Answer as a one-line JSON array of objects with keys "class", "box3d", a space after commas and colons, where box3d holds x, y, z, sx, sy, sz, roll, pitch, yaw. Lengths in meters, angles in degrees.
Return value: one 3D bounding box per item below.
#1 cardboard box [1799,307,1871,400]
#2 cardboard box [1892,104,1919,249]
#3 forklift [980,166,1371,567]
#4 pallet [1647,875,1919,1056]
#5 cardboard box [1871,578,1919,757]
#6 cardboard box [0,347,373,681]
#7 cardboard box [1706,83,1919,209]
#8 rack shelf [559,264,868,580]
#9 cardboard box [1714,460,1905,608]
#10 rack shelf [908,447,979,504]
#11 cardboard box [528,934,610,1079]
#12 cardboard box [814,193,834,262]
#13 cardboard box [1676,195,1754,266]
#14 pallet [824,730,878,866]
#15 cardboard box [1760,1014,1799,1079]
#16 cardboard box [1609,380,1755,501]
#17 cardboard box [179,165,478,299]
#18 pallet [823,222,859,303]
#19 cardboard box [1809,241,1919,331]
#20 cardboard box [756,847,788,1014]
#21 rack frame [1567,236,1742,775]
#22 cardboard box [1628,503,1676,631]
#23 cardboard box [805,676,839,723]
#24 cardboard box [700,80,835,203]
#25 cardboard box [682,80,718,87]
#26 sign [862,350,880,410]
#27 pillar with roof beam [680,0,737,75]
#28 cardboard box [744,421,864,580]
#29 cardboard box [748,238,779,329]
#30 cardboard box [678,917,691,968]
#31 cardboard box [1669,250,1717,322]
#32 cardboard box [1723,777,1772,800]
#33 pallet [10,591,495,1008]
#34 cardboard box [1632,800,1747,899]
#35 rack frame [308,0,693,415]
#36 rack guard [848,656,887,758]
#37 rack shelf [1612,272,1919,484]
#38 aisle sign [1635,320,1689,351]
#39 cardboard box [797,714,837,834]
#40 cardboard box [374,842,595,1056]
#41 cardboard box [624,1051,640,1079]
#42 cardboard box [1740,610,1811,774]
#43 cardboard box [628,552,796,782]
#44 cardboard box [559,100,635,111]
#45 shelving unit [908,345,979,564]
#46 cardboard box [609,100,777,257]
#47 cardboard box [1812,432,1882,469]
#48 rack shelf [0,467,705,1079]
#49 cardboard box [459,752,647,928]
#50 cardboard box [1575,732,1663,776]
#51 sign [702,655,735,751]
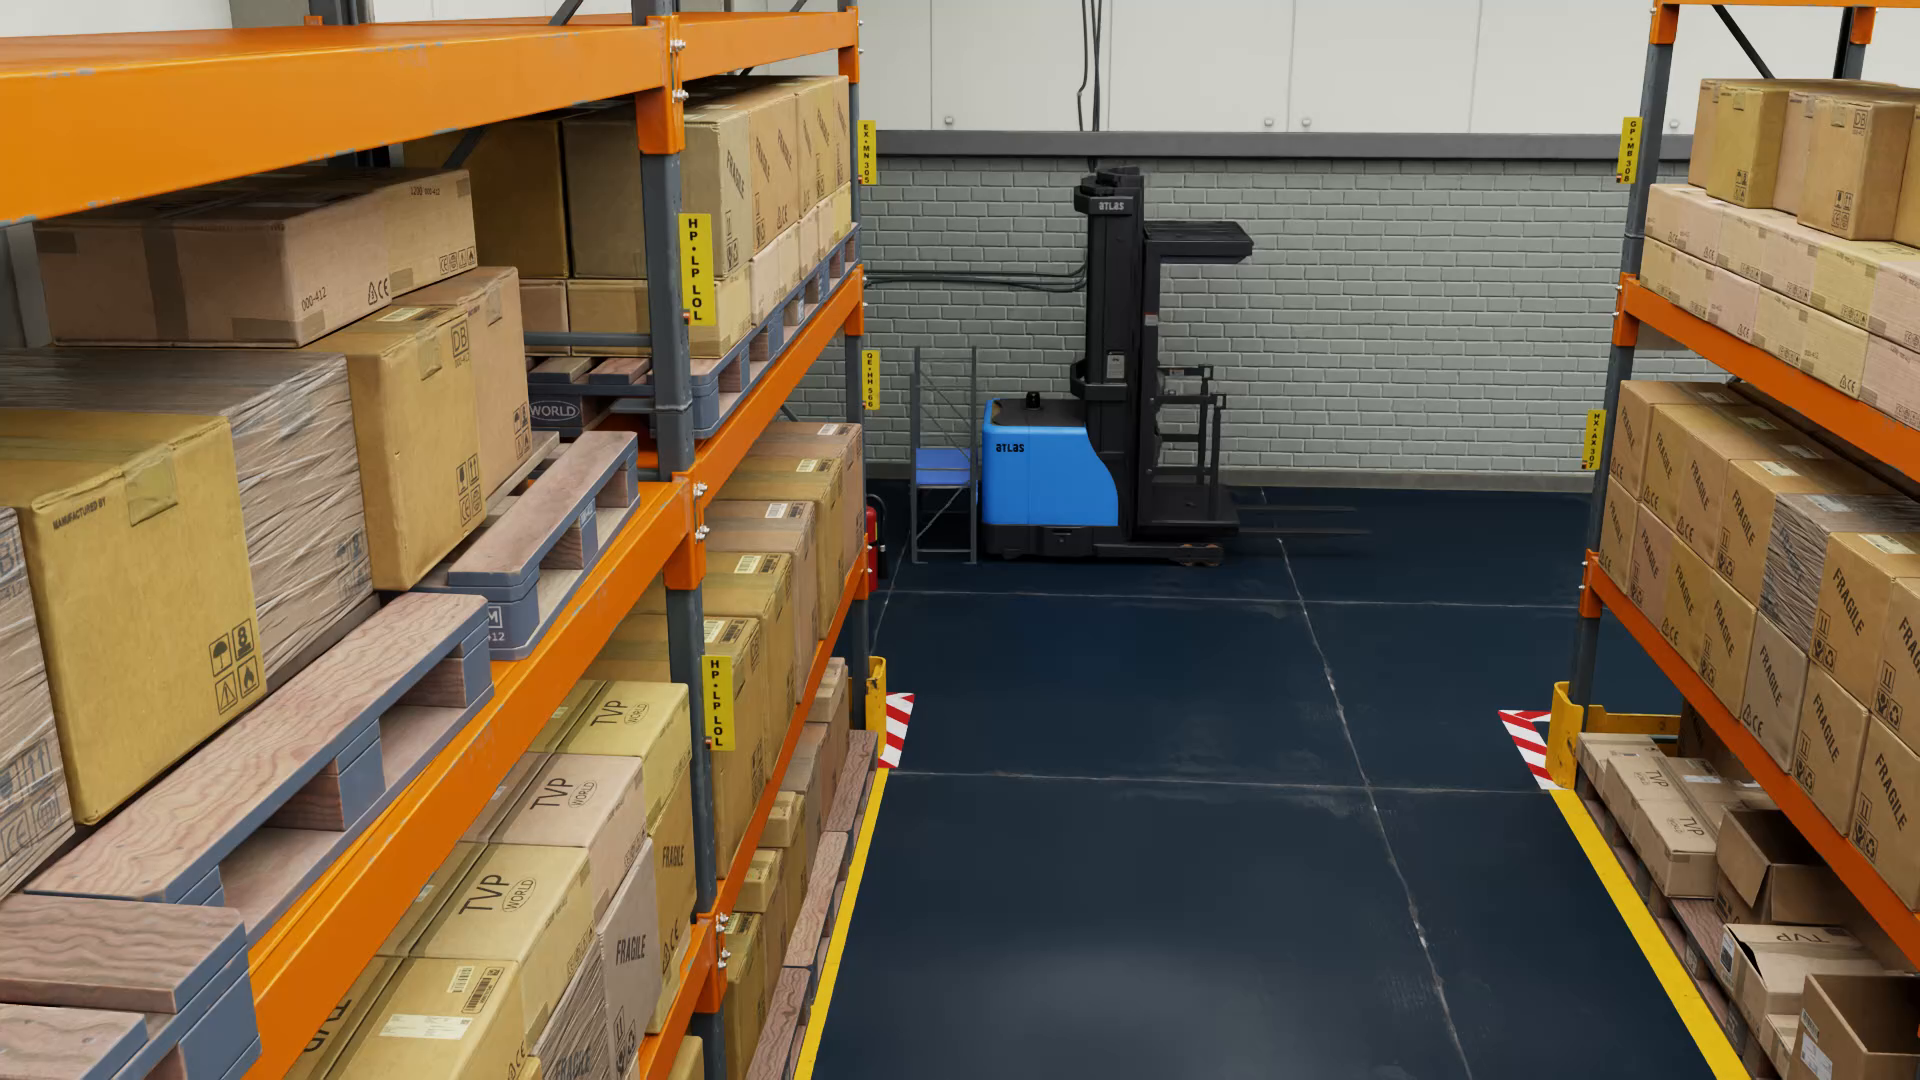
[{"class": "cardboard box", "box3d": [3.471, -0.689, 6.132, 0.500, 0.250, 0.500, 1, 18, 4]}, {"class": "cardboard box", "box3d": [3.832, -1.275, 5.913, 0.700, 0.500, 0.500, 1, 18, 4]}, {"class": "forklift", "box3d": [1.686, -1.359, 12.862, 3.031, 2.935, 1.130, 1, 18, 3]}, {"class": "pallet", "box3d": [3.763, 1.865, 7.394, 1.003, 0.211, 1.213, 1, 18, 4]}, {"class": "cardboard box", "box3d": [3.406, 0.447, 5.475, 0.500, 0.500, 0.500, 1, 18, 4]}, {"class": "cardboard box", "box3d": [-1.561, -0.059, 3.103, 0.700, 0.500, 0.500, 1, 18, 4]}, {"class": "cardboard box", "box3d": [3.774, -1.744, 7.346, 0.700, 0.500, 0.500, 1, 18, 4]}, {"class": "rack shelf", "box3d": [-1.170, -0.682, 7.024, 1.077, 0.370, 4.000, 1, 18, 4]}, {"class": "cardboard box", "box3d": [3.514, -0.025, 6.915, 0.500, 0.500, 0.500, 1, 18, 3]}, {"class": "rack shelf", "box3d": [-0.120, -0.519, 13.177, 0.538, 0.185, 1.000, 0, 18, 1]}, {"class": "cardboard box", "box3d": [-1.166, 1.288, 4.004, 0.500, 0.500, 0.500, 1, 18, 4]}, {"class": "cardboard box", "box3d": [-0.850, -1.425, 7.544, 0.500, 0.250, 0.500, 1, 18, 2]}, {"class": "cardboard box", "box3d": [3.575, -1.393, 7.476, 0.500, 0.250, 0.500, 1, 18, 4]}, {"class": "pallet", "box3d": [-1.006, 1.356, 8.946, 1.003, 0.211, 1.213, 1, 18, 4]}, {"class": "cardboard box", "box3d": [3.353, 1.977, 6.444, 0.380, 0.149, 0.250, 1, 18, 4]}, {"class": "cardboard box", "box3d": [3.620, -0.500, 8.367, 0.500, 0.500, 0.500, 2, 18, 6]}, {"class": "cardboard box", "box3d": [-1.507, -0.745, 3.990, 0.500, 0.250, 0.500, 3, 18, 8]}, {"class": "pallet", "box3d": [-1.069, -1.372, 8.117, 1.003, 0.211, 1.213, 1, 18, 4]}, {"class": "cardboard box", "box3d": [3.470, -0.927, 6.055, 0.500, 0.250, 0.500, 1, 18, 4]}, {"class": "cardboard box", "box3d": [-1.118, 1.626, 6.985, 0.700, 0.500, 0.500, 1, 18, 3]}, {"class": "rack frame", "box3d": [3.915, -0.110, 8.941, 1.000, 3.000, 0.127, 1, 18, 4]}, {"class": "cardboard box", "box3d": [3.588, 0.135, 8.033, 0.500, 0.500, 0.500, 1, 18, 3]}, {"class": "cardboard box", "box3d": [-0.822, 0.804, 8.451, 0.380, 0.149, 0.250, 2, 18, 5]}, {"class": "cardboard box", "box3d": [-0.853, -1.788, 7.447, 0.500, 0.500, 0.500, 2, 18, 6]}, {"class": "cardboard box", "box3d": [-1.365, -1.791, 7.457, 0.500, 0.500, 0.500, 1, 18, 3]}, {"class": "sign", "box3d": [-0.486, -0.865, 9.007, 0.100, 0.325, 0.005, 1, 18, 4]}, {"class": "pillar with roof beam", "box3d": [2.598, -3.832, 10.665, 9.100, 9.000, 0.400, 1, 18, 4]}, {"class": "cardboard box", "box3d": [-1.053, -0.203, 8.744, 0.980, 0.700, 0.700, 2, 18, 6]}, {"class": "cardboard box", "box3d": [-0.950, -0.945, 6.077, 0.500, 0.250, 0.500, 1, 18, 3]}, {"class": "cardboard box", "box3d": [-1.055, 1.244, 5.179, 0.380, 0.149, 0.250, 1, 18, 4]}, {"class": "cardboard box", "box3d": [3.576, -1.155, 7.554, 0.500, 0.250, 0.500, 1, 18, 4]}, {"class": "cardboard box", "box3d": [4.003, 1.326, 8.403, 0.380, 0.166, 0.250, 1, 18, 4]}, {"class": "pallet", "box3d": [-1.529, 0.381, 2.928, 1.003, 0.211, 1.213, 2, 18, 6]}, {"class": "cardboard box", "box3d": [3.521, 1.461, 7.856, 0.500, 0.250, 0.500, 1, 18, 4]}, {"class": "rack frame", "box3d": [-1.313, -1.828, 4.549, 1.000, 3.000, 0.127, 1, 18, 4]}, {"class": "rack guard", "box3d": [-1.025, 0.961, 9.687, 1.175, 0.500, 0.348, 1, 18, 4]}, {"class": "rack shelf", "box3d": [3.771, -0.572, 6.690, 1.077, 0.370, 4.000, 1, 18, 4]}, {"class": "aisle sign", "box3d": [3.627, -1.373, 8.620, 0.394, 0.787, 0.004, 1, 18, 4]}, {"class": "cardboard box", "box3d": [-1.013, 1.144, 8.454, 0.700, 0.500, 0.500, 1, 18, 4]}, {"class": "cardboard box", "box3d": [-1.174, 0.936, 3.874, 0.500, 0.250, 0.500, 2, 18, 5]}, {"class": "cardboard box", "box3d": [-1.073, 1.486, 4.442, 0.380, 0.149, 0.250, 1, 18, 4]}, {"class": "cardboard box", "box3d": [3.478, 0.604, 6.601, 0.500, 0.500, 0.500, 2, 18, 5]}, {"class": "cardboard box", "box3d": [-1.200, 0.486, 6.641, 0.980, 0.700, 0.700, 1, 18, 3]}, {"class": "cardboard box", "box3d": [-1.459, -1.317, 6.009, 0.500, 0.500, 0.500, 1, 18, 2]}, {"class": "shelving unit", "box3d": [-0.120, -0.690, 13.121, 0.538, 1.500, 1.048, 0, 18, 1]}, {"class": "cardboard box", "box3d": [-0.952, -1.309, 5.986, 0.500, 0.500, 0.500, 1, 18, 3]}, {"class": "cardboard box", "box3d": [4.089, -0.170, 7.358, 0.500, 0.500, 0.500, 2, 18, 5]}, {"class": "rack shelf", "box3d": [-1.456, 0.561, 3.232, 1.077, 0.370, 4.000, 1, 18, 4]}, {"class": "cardboard box", "box3d": [-1.138, 0.778, 4.357, 0.500, 0.250, 0.500, 2, 18, 5]}, {"class": "cardboard box", "box3d": [3.542, 1.158, 8.943, 0.380, 0.149, 0.250, 1, 18, 4]}, {"class": "sign", "box3d": [-0.771, 0.520, 5.287, 0.100, 0.325, 0.005, 1, 18, 4]}]
